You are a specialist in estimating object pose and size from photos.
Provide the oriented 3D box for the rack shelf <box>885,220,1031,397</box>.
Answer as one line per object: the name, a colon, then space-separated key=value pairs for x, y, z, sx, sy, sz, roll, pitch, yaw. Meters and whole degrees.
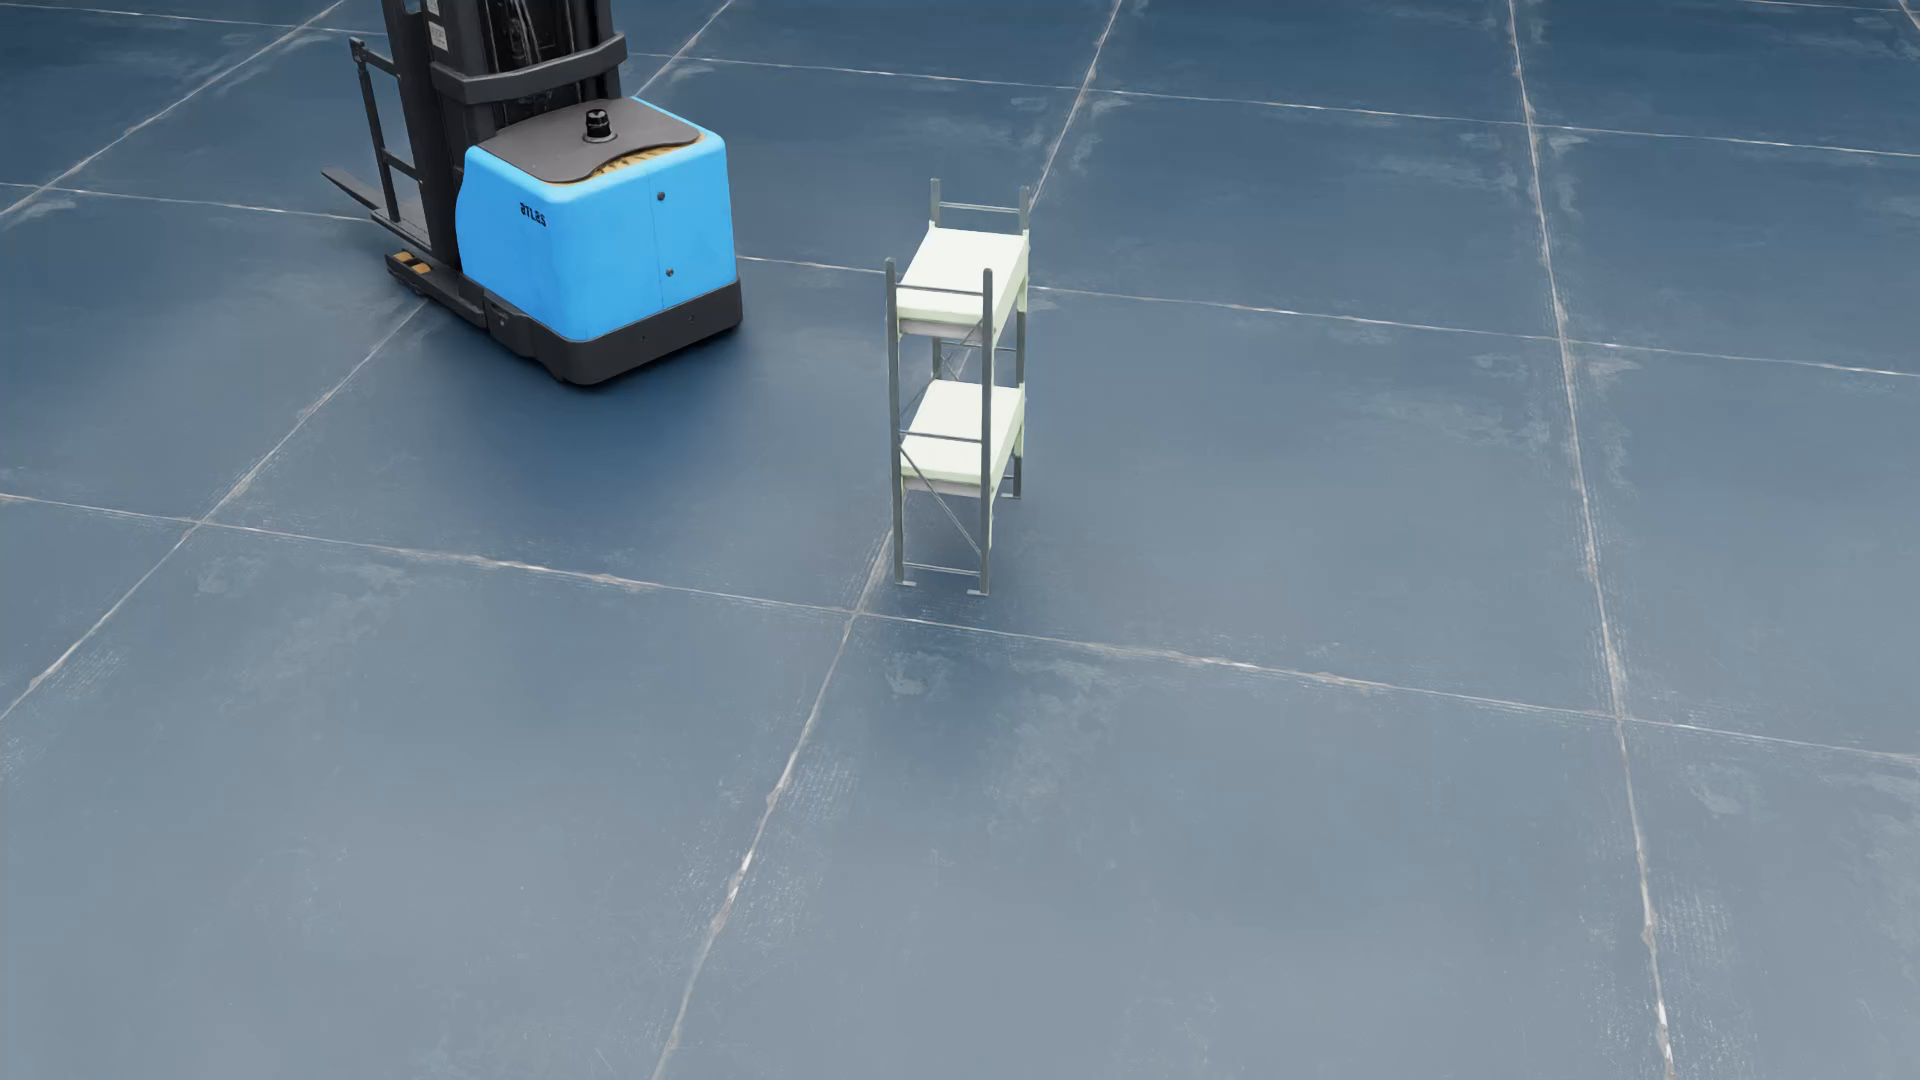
rack shelf: x=0.001 y=-0.927 z=6.586 sx=0.431 sy=0.370 sz=0.720 roll=7 pitch=37 yaw=10

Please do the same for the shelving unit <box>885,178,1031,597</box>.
shelving unit: x=0.001 y=-0.611 z=6.815 sx=0.431 sy=1.500 sz=0.755 roll=7 pitch=37 yaw=10

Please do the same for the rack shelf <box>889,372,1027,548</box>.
rack shelf: x=0.001 y=-0.347 z=7.006 sx=0.431 sy=0.370 sz=0.720 roll=7 pitch=37 yaw=10

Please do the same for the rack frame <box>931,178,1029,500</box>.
rack frame: x=0.080 y=-0.821 z=7.105 sx=0.400 sy=1.500 sz=0.023 roll=7 pitch=37 yaw=10

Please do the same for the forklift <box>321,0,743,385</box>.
forklift: x=-2.524 y=-2.718 z=8.503 sx=1.130 sy=2.935 sz=3.031 roll=-30 pitch=45 yaw=-34

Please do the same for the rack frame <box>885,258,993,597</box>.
rack frame: x=-0.077 y=-0.401 z=6.526 sx=0.400 sy=1.500 sz=0.023 roll=7 pitch=37 yaw=10
